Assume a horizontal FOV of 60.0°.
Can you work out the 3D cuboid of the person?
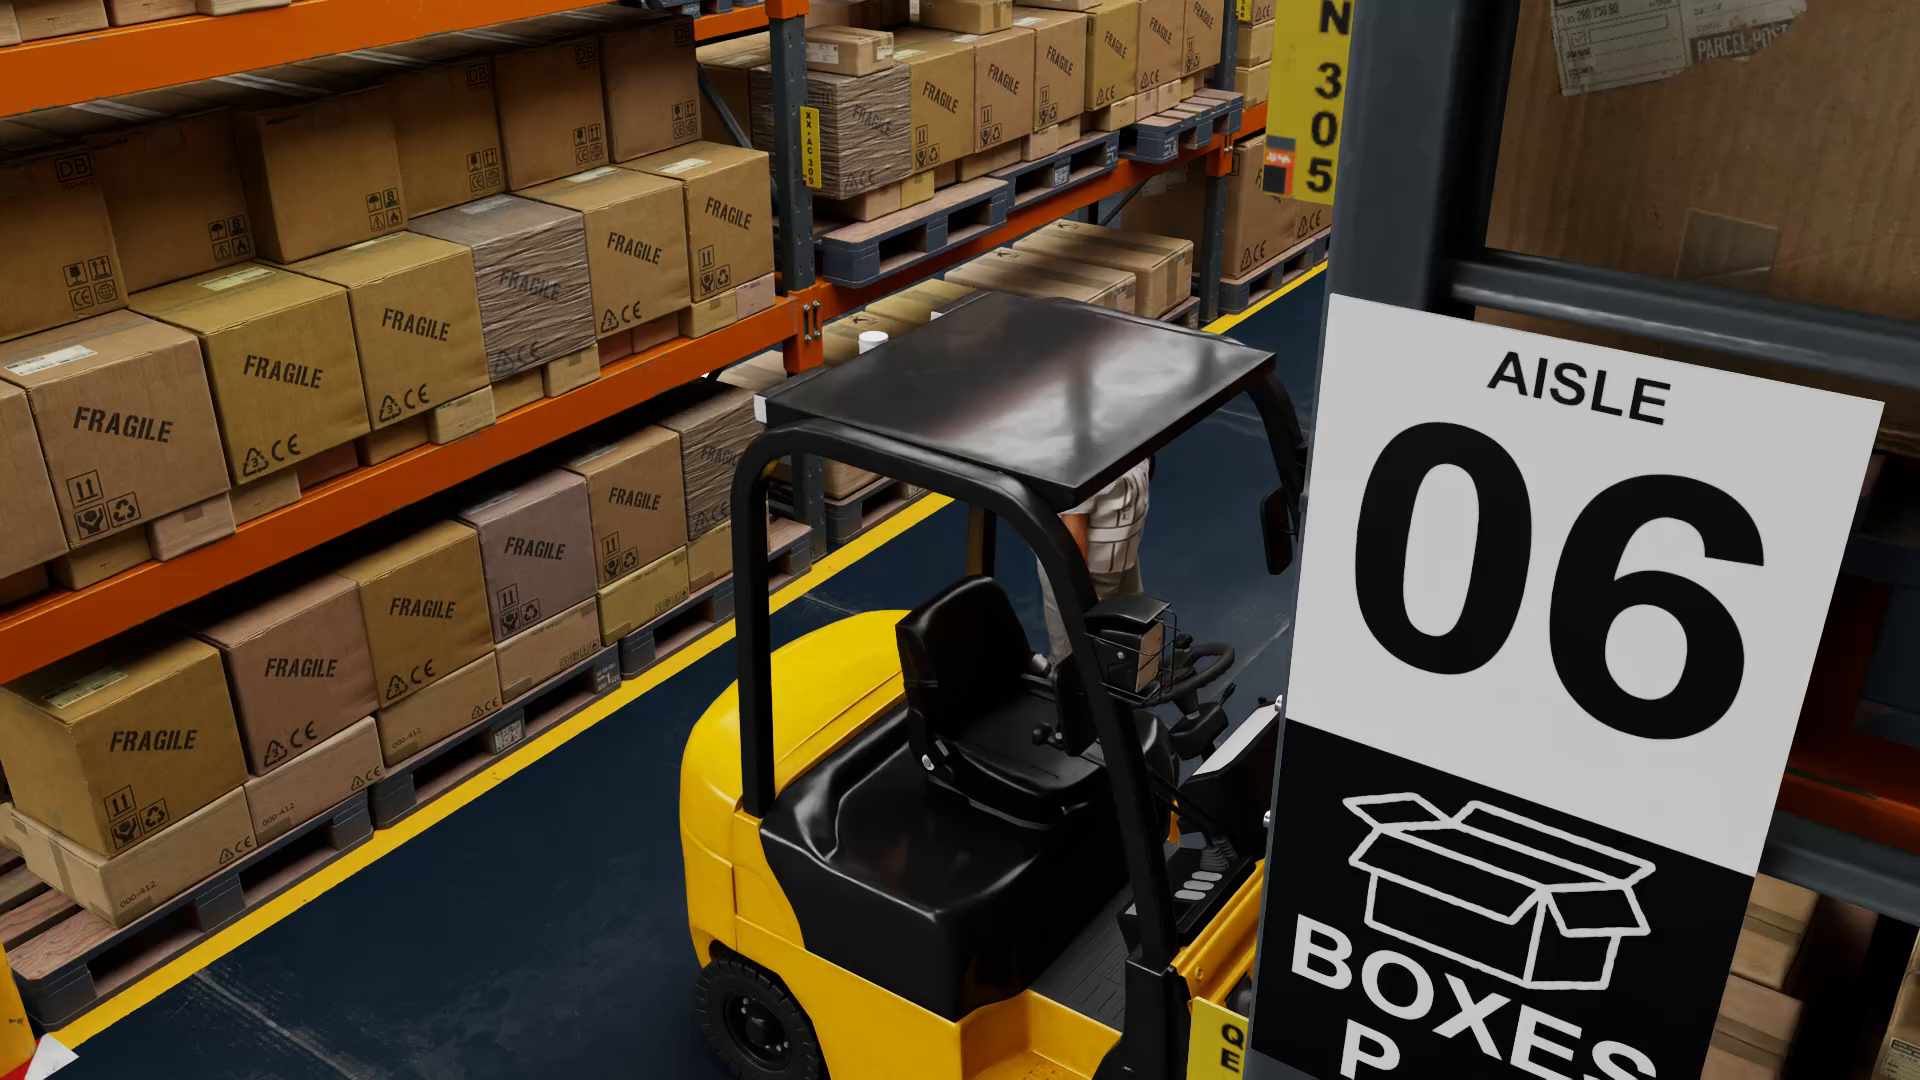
[{"bbox_3d":[0.493,0.086,5.978,0.383,1.697,0.617,7,28,14],"label":"person"}]
